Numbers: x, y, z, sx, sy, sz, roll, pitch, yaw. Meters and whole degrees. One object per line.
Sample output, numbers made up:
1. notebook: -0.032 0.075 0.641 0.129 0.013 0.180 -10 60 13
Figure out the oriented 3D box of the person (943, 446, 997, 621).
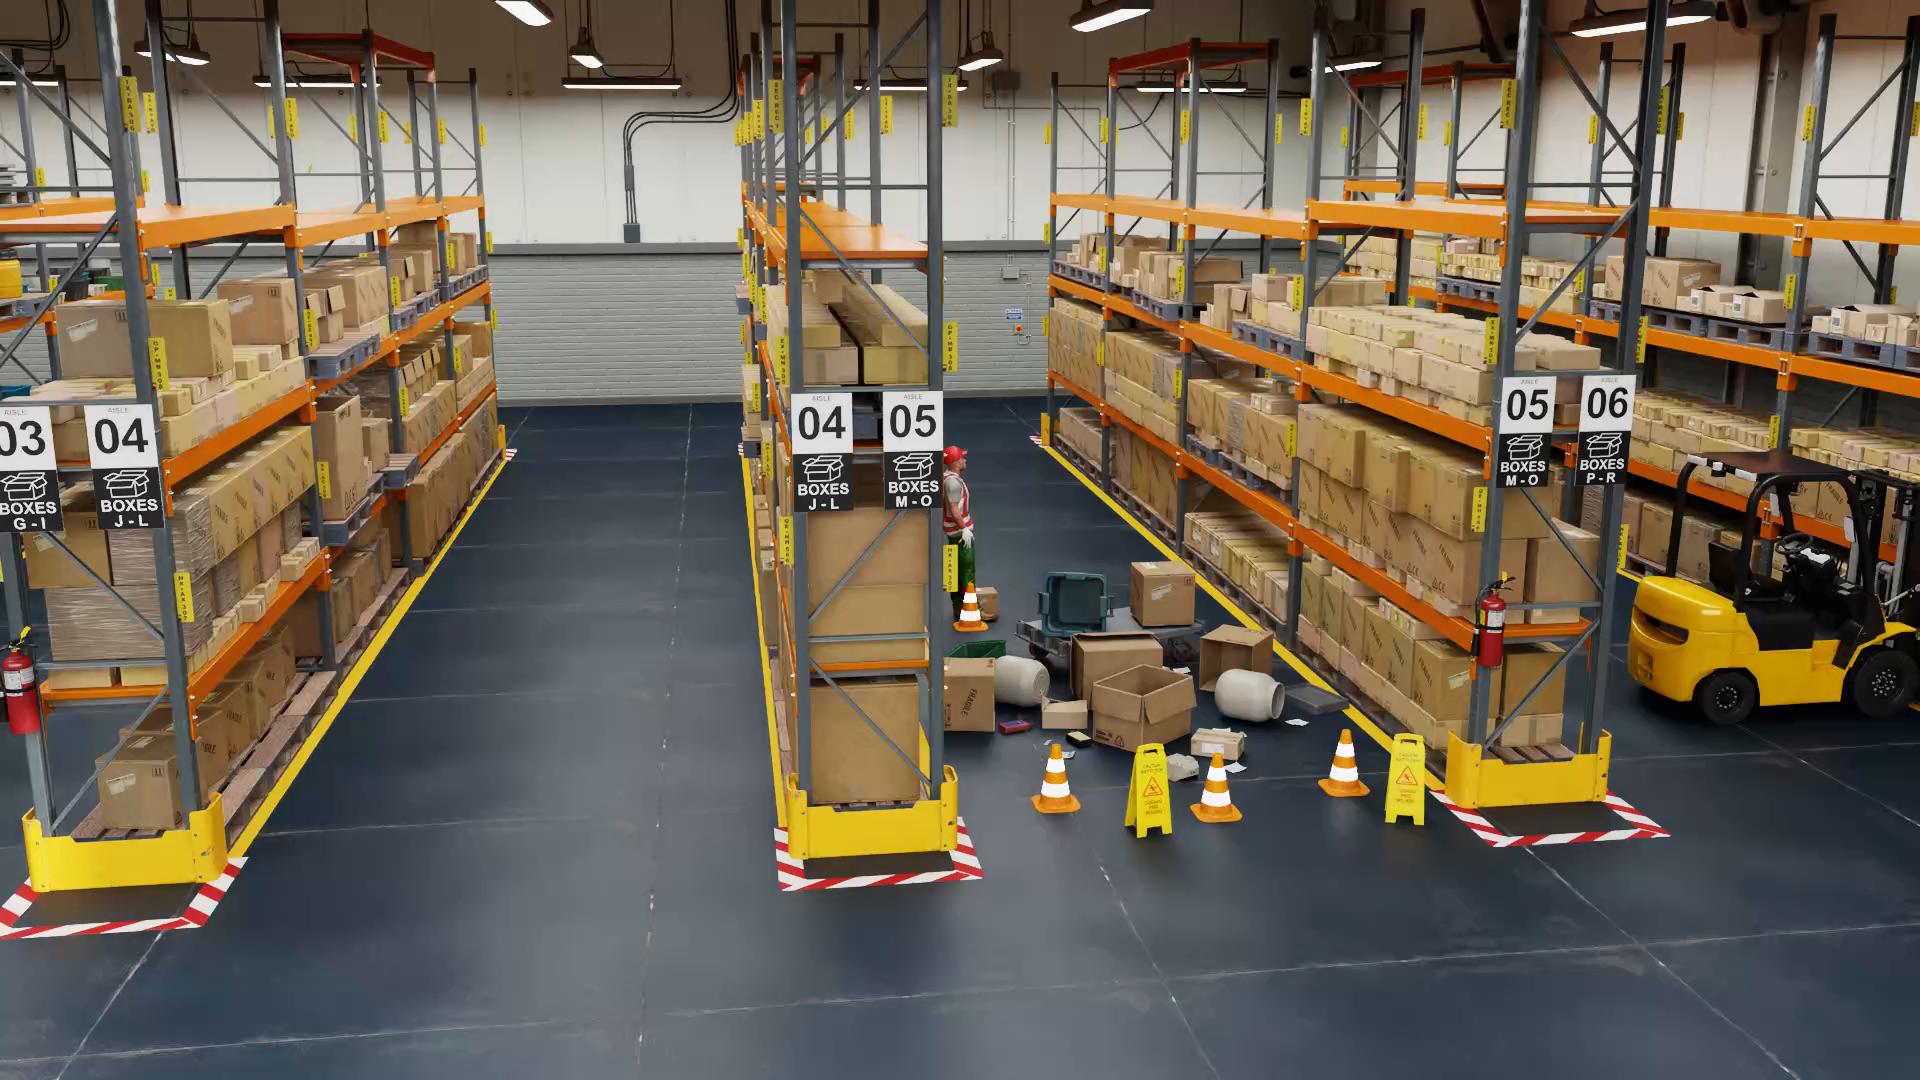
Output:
1. person: 0.067 -0.089 17.275 0.564 1.787 0.638 -2 13 -8
